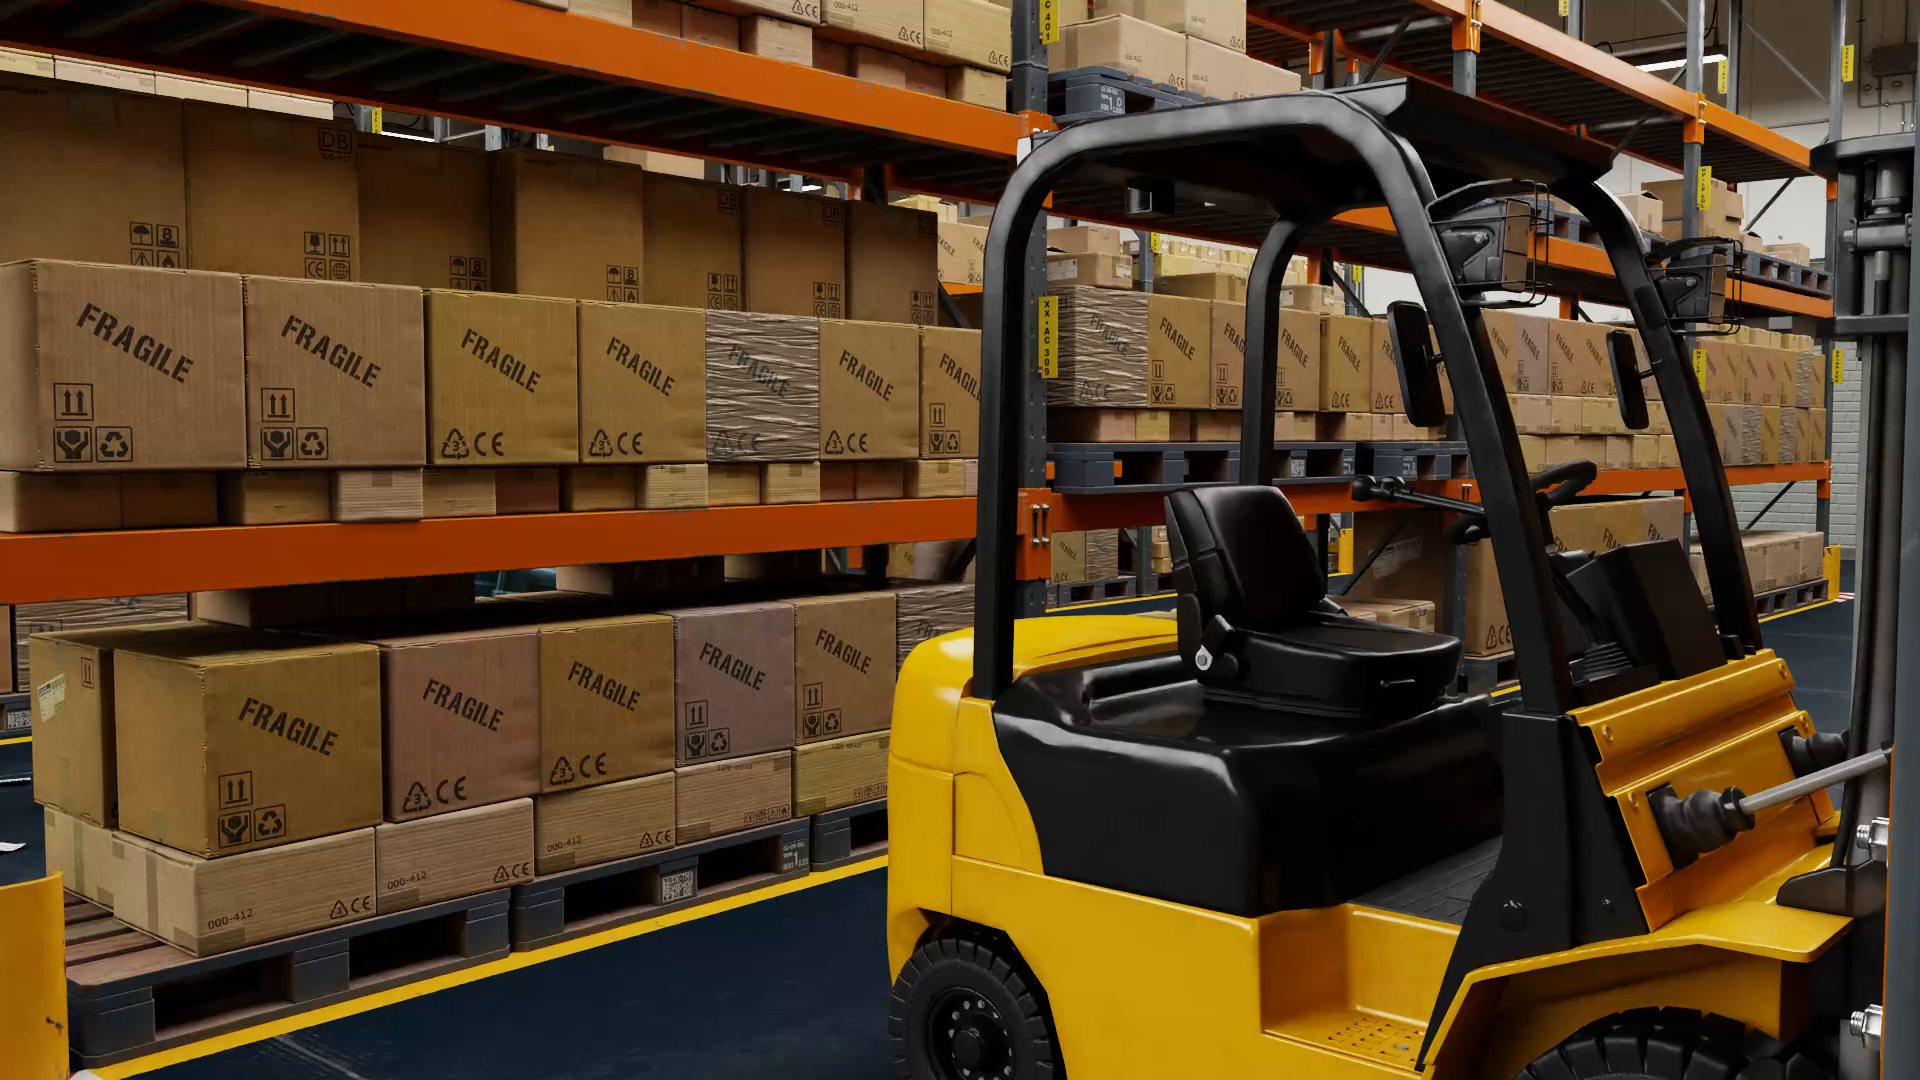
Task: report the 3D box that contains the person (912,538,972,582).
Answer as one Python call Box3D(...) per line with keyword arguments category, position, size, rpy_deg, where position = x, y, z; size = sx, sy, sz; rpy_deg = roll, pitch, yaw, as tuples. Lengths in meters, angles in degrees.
Box3D(category="person", position=(-0.199, -0.038, 11.581), size=(0.530, 1.712, 0.494), rpy_deg=(3, 5, 41))
